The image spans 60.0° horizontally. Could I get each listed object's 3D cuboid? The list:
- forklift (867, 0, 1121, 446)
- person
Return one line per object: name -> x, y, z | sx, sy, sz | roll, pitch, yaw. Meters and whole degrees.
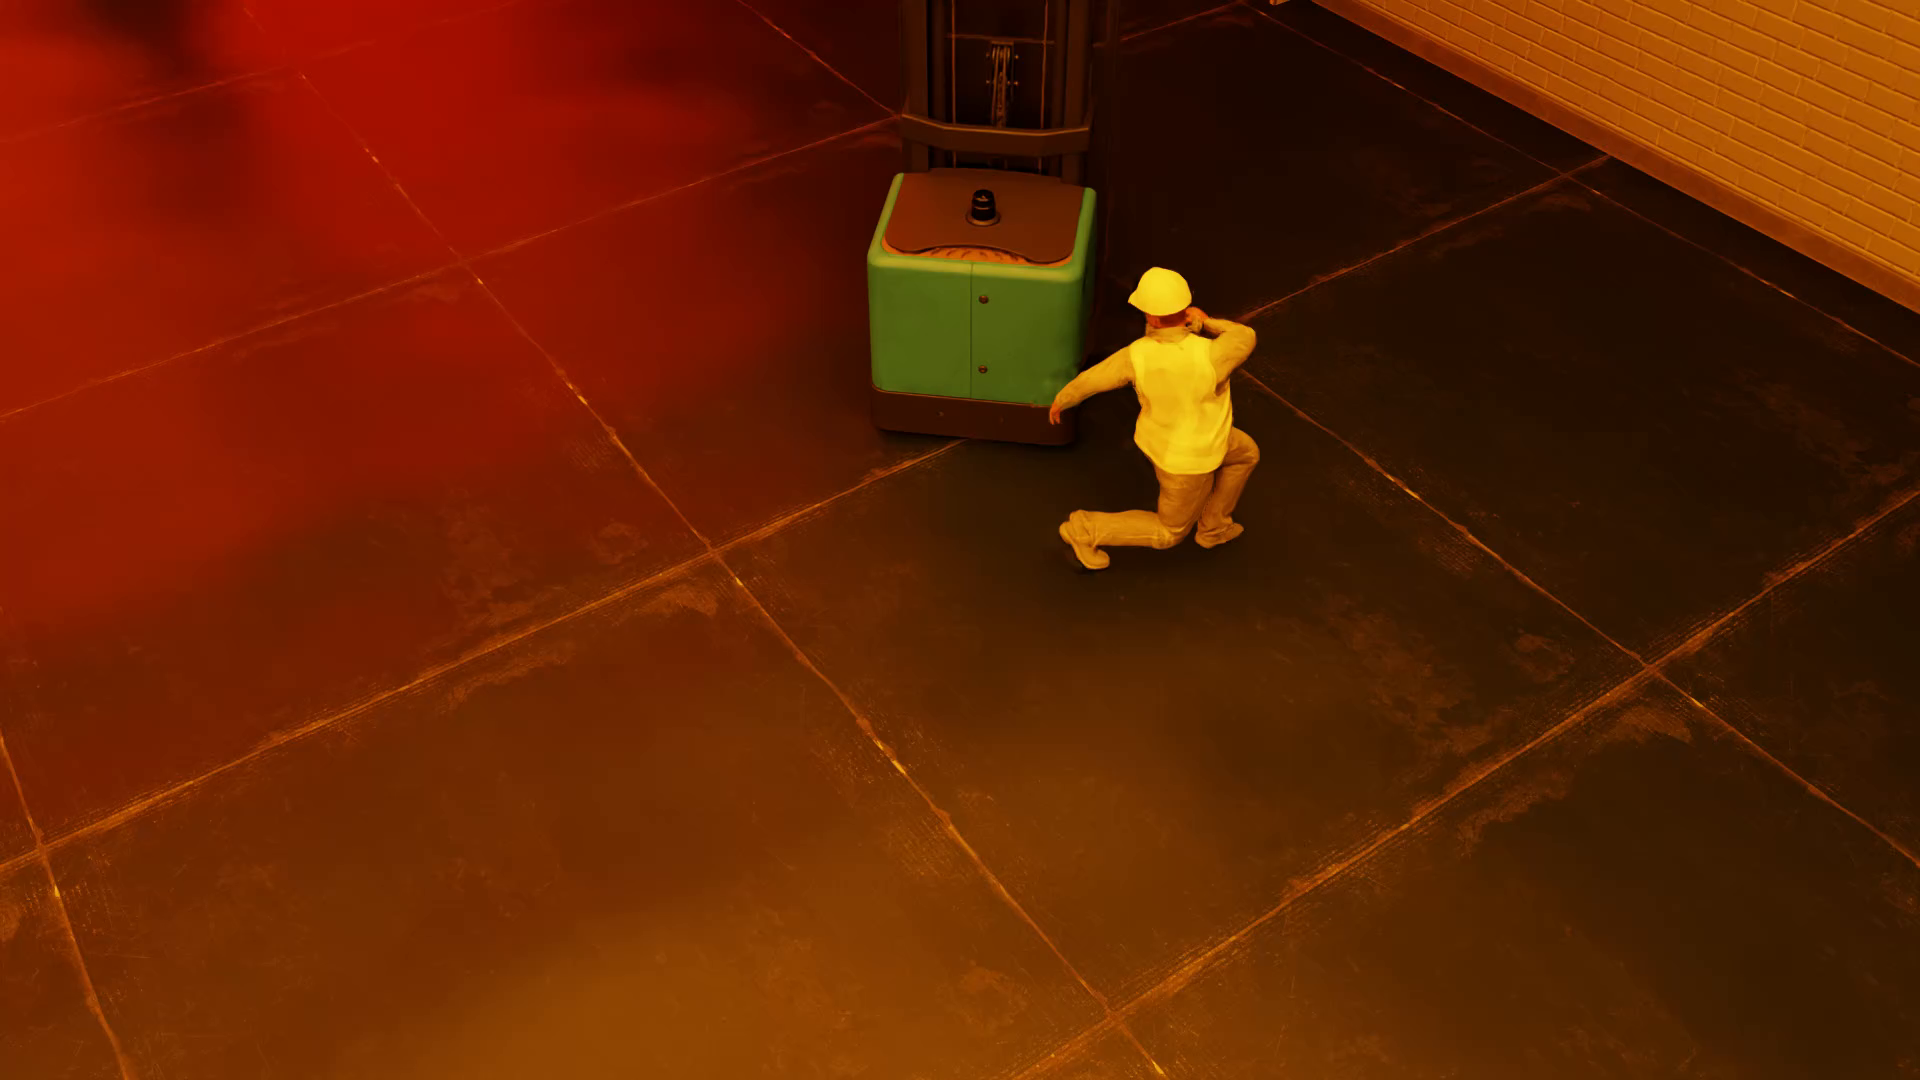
forklift -> 0.276, -2.550, 8.482 | 1.130, 2.935, 3.031 | 6, 43, 6
person -> 0.888, -0.547, 7.403 | 0.956, 1.542, 0.731 | -19, 46, -19
